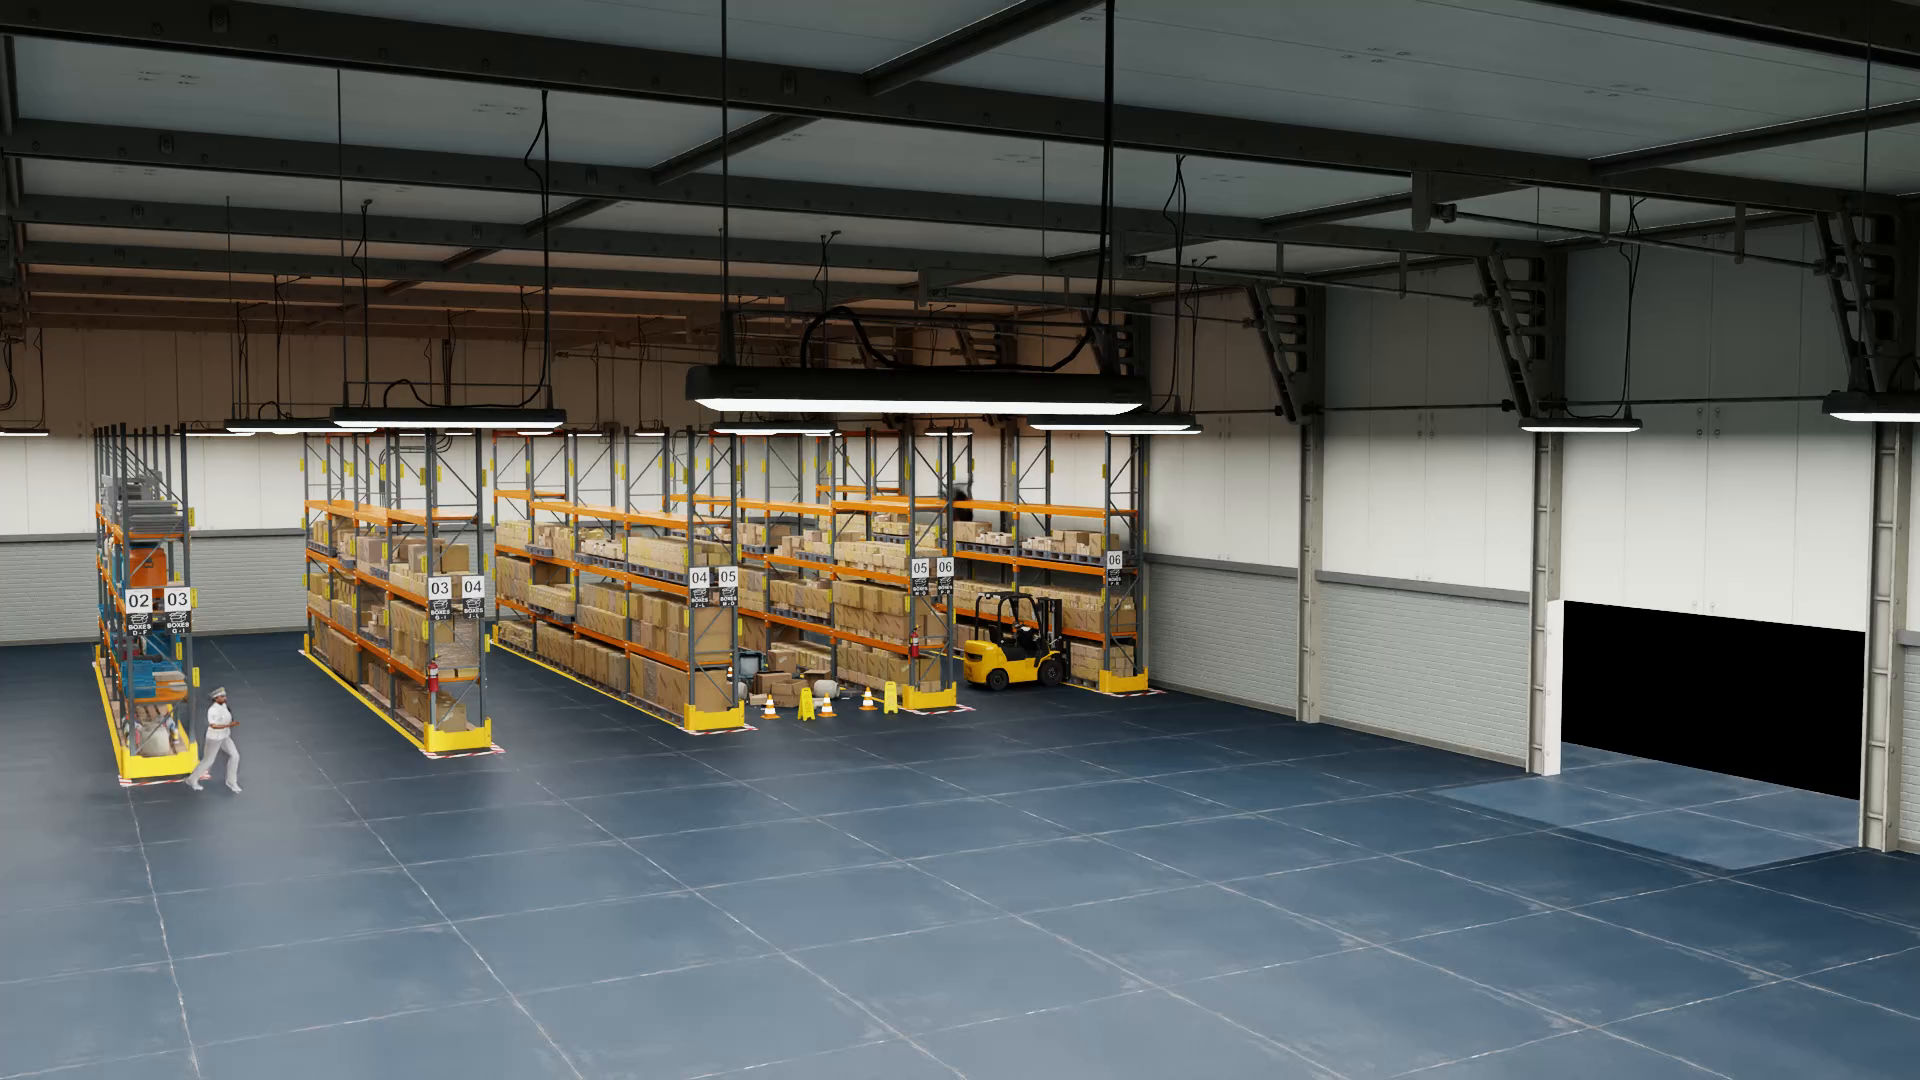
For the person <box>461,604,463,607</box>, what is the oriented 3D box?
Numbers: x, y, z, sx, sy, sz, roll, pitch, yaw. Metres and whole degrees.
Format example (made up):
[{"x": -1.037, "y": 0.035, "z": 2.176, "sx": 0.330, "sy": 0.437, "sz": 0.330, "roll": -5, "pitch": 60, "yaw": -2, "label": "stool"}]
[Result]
[{"x": -13.034, "y": 2.225, "z": 44.251, "sx": 0.580, "sy": 1.684, "sz": 0.673, "roll": -1, "pitch": 4, "yaw": -21, "label": "person"}]

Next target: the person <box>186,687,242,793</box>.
[{"x": -12.065, "y": 3.248, "z": 26.966, "sx": 0.891, "sy": 1.747, "sz": 0.585, "roll": 0, "pitch": 3, "yaw": 8, "label": "person"}]
